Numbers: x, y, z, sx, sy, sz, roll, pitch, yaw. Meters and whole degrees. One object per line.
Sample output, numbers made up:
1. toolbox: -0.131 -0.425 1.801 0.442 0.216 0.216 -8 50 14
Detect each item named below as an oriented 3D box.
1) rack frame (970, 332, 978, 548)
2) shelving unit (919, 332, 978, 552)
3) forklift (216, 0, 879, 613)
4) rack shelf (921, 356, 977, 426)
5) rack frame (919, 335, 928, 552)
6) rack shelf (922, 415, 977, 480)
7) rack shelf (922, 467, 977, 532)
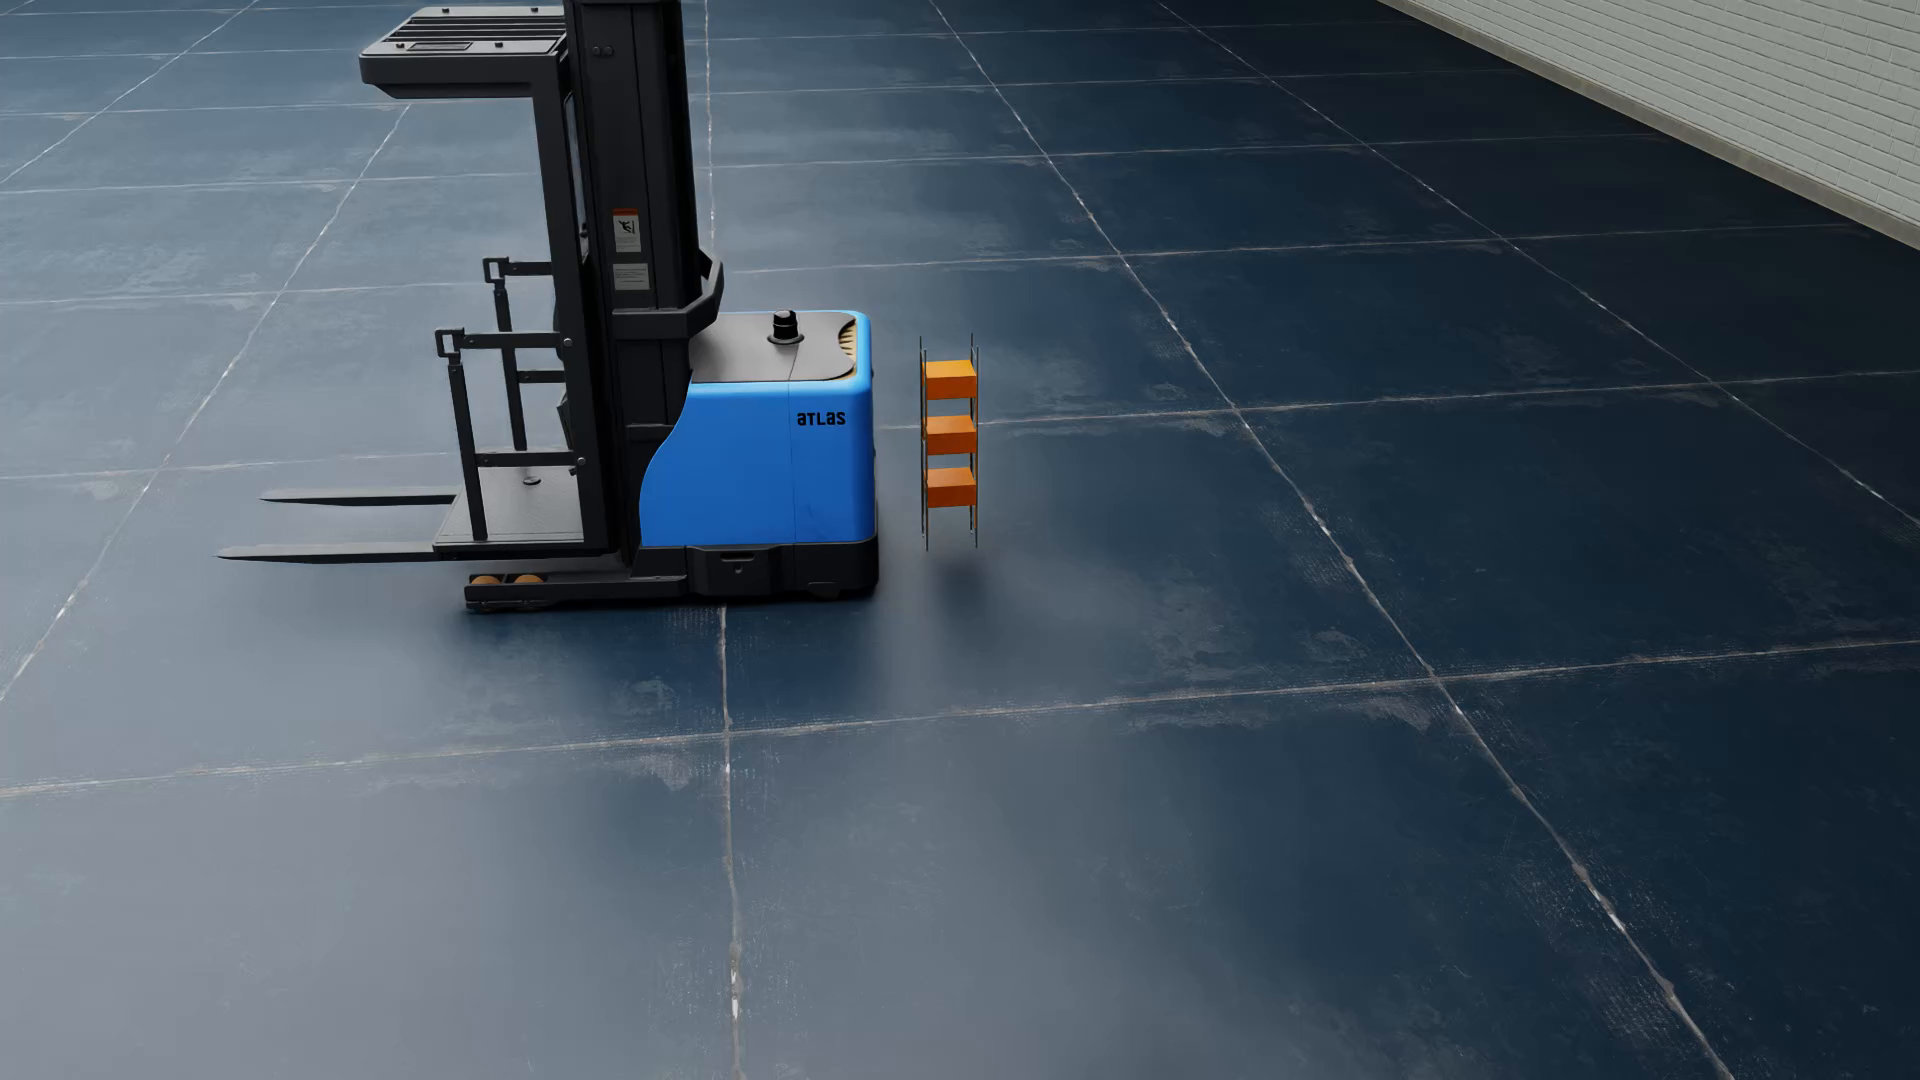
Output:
1. rack frame: 0.068 -0.471 8.019 0.008 1.050 0.200 -4 27 -7
2. shelving unit: -0.053 -0.464 8.004 0.252 1.050 0.215 -4 27 -7
3. forklift: -1.914 -1.220 7.416 3.031 2.935 1.130 -1 27 -3
4. rack shelf: -0.053 -0.707 7.879 0.240 0.259 0.215 -4 27 -7
5. rack frame: -0.174 -0.456 7.989 0.008 1.050 0.200 -4 27 -7
6. rack shelf: -0.053 -0.454 8.009 0.240 0.259 0.215 -4 27 -7
7. rack shelf: -0.053 -0.207 8.135 0.240 0.259 0.215 -4 27 -7
